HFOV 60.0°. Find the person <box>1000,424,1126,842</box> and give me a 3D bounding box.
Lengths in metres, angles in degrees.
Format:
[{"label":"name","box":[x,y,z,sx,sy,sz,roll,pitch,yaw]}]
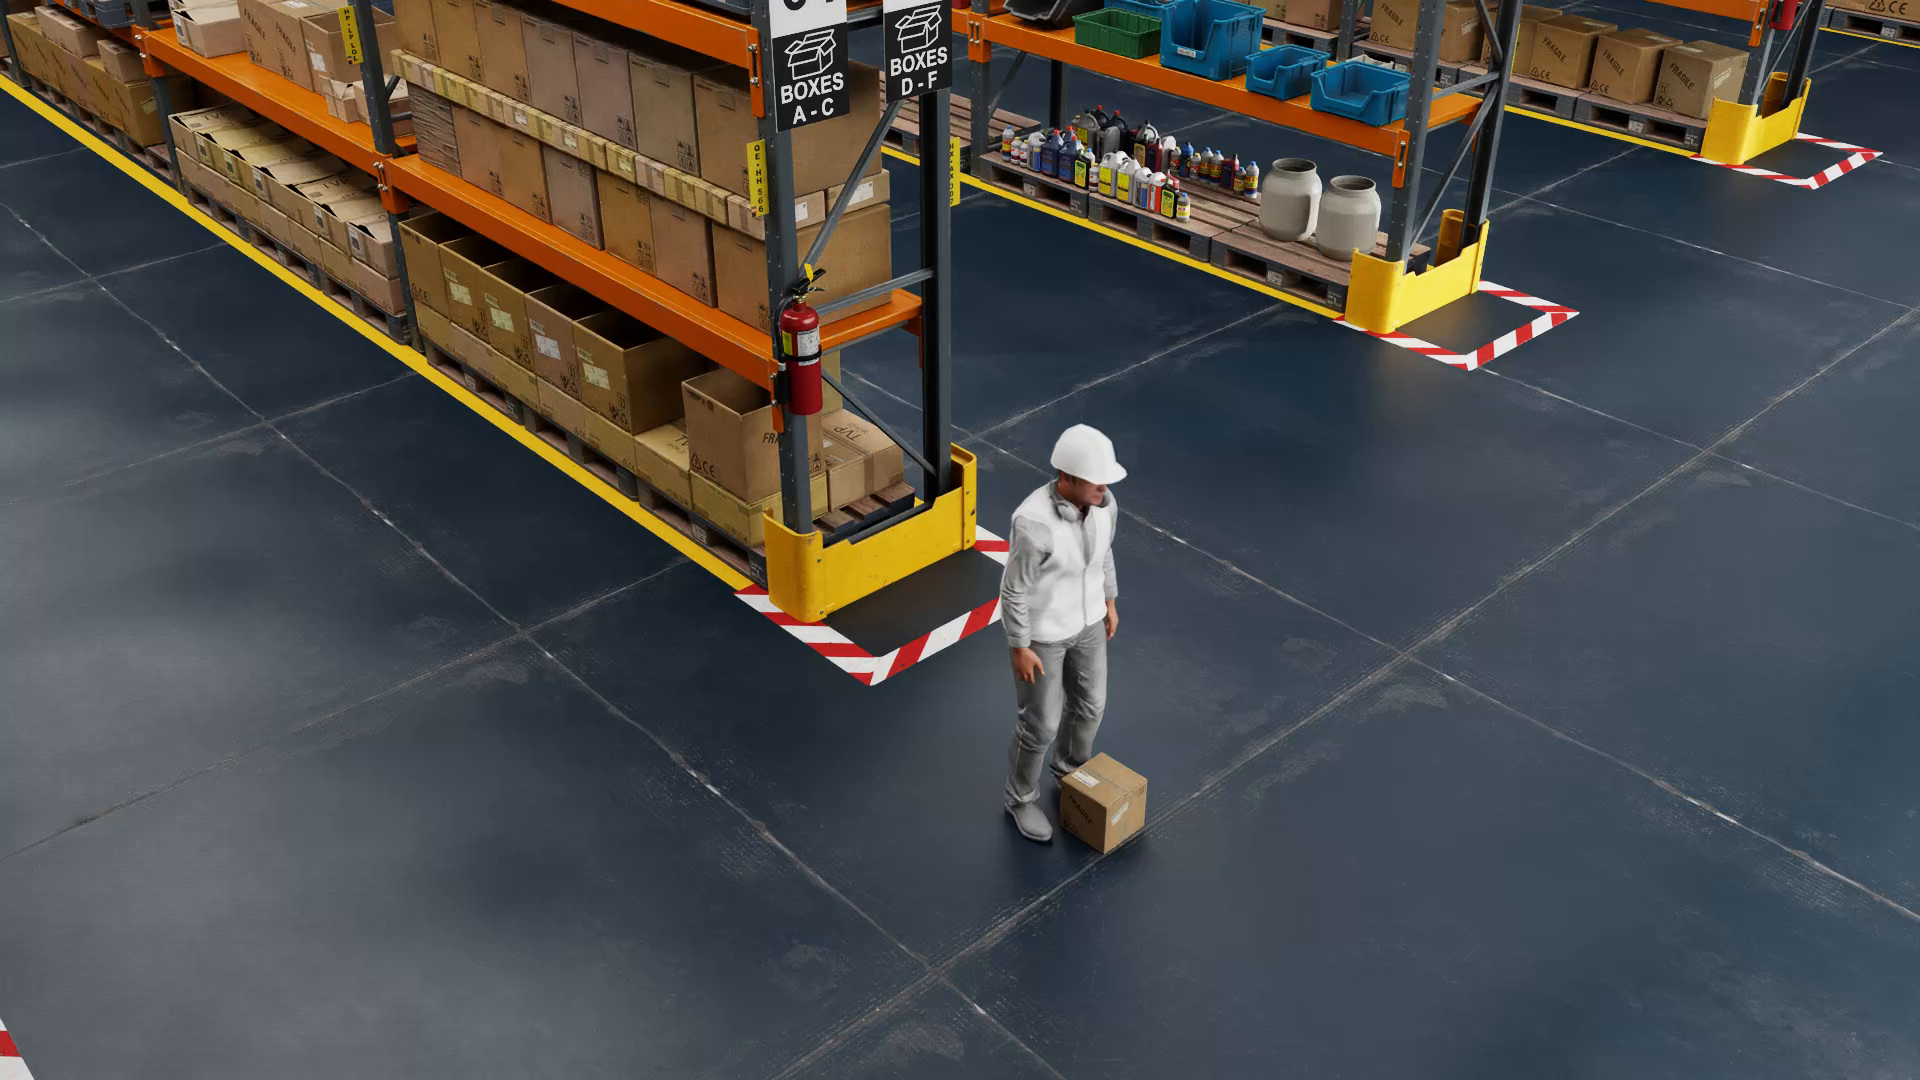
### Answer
[{"label":"person","box":[0.405,0.333,6.567,0.581,1.771,0.463,-26,40,-36]}]
